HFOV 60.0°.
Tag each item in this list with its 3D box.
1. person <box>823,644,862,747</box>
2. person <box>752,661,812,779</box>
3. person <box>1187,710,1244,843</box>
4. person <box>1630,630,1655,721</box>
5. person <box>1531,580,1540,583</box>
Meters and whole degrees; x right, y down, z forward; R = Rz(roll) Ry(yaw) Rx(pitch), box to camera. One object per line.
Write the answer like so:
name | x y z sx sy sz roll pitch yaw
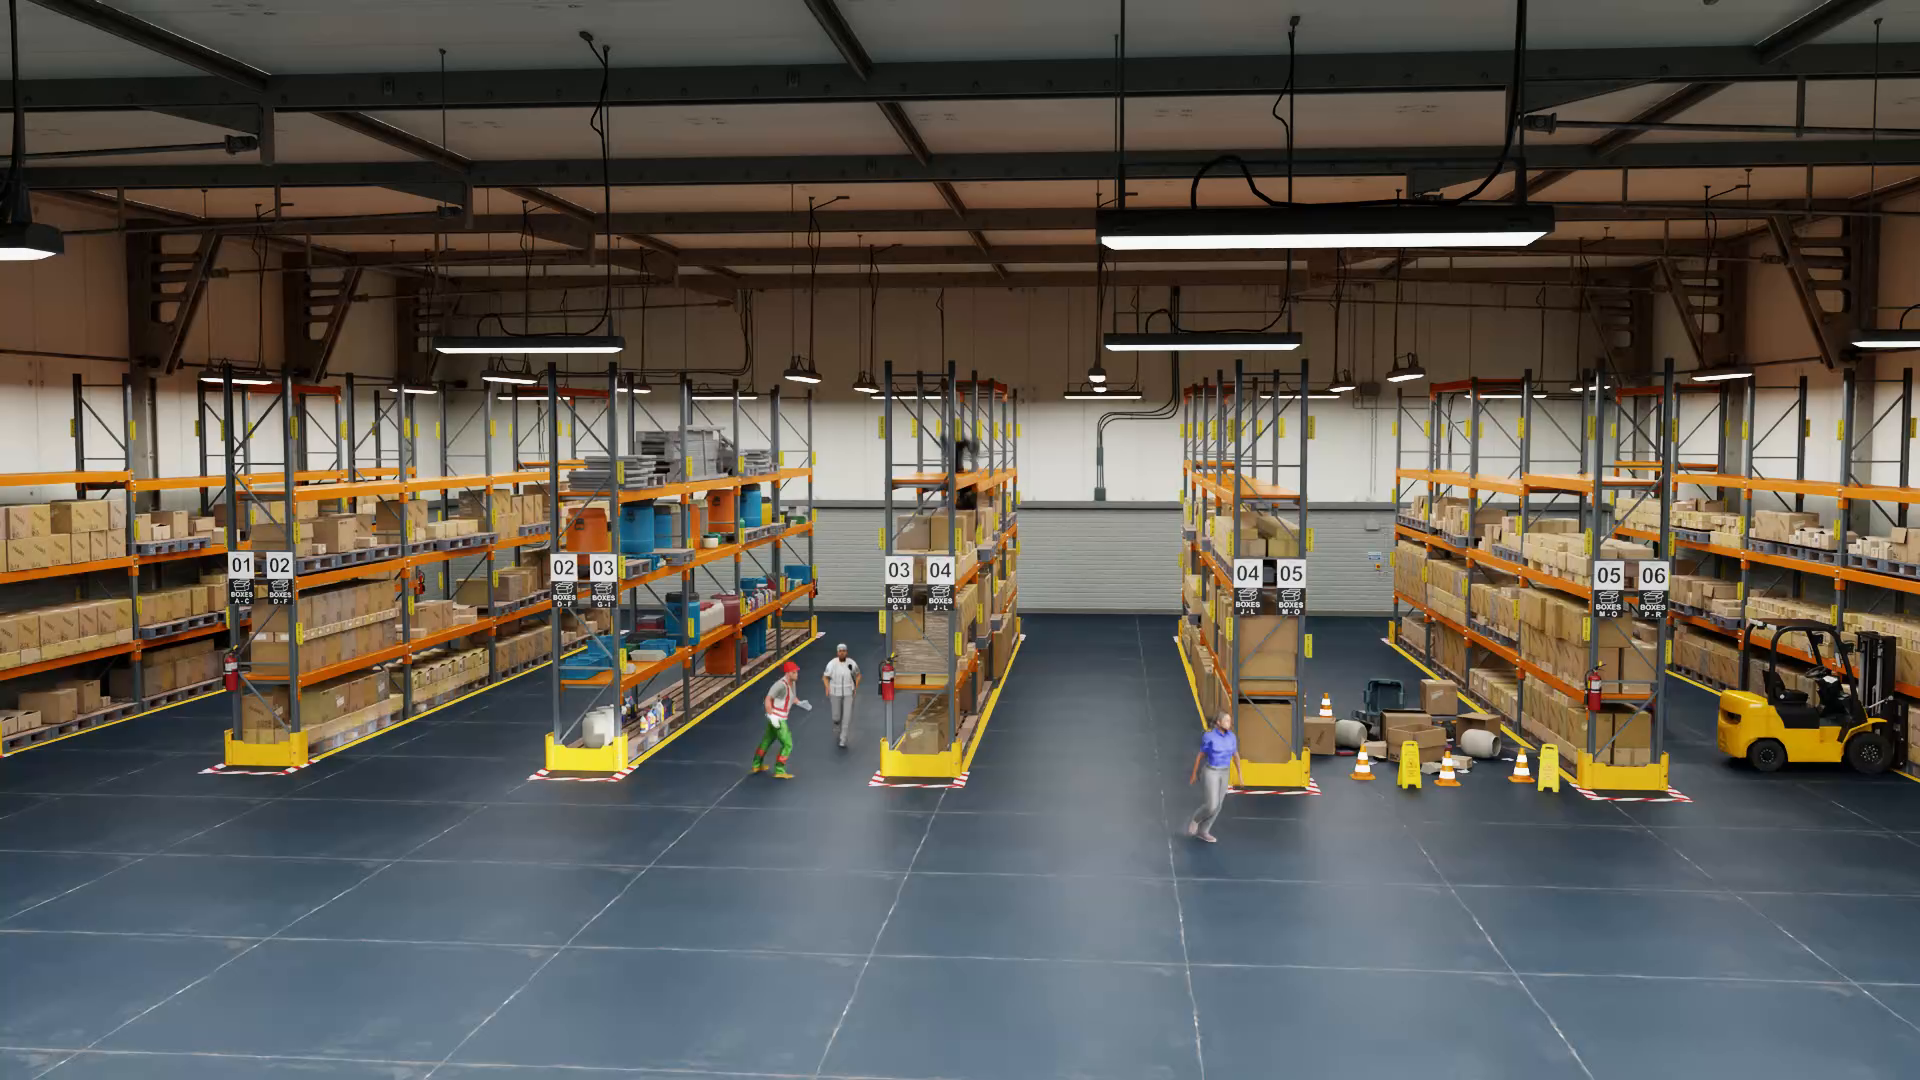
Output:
person | -1.878 2.456 26.571 0.614 1.619 0.649 0 4 -4
person | -2.596 2.583 24.035 0.906 1.708 0.702 0 4 4
person | 3.095 2.866 20.187 0.581 1.630 0.545 -2 4 -27
person | 11.616 2.348 28.392 0.608 1.601 0.716 0 4 -7
person | 12.882 1.706 36.995 0.625 1.725 1.012 -1 4 -21
